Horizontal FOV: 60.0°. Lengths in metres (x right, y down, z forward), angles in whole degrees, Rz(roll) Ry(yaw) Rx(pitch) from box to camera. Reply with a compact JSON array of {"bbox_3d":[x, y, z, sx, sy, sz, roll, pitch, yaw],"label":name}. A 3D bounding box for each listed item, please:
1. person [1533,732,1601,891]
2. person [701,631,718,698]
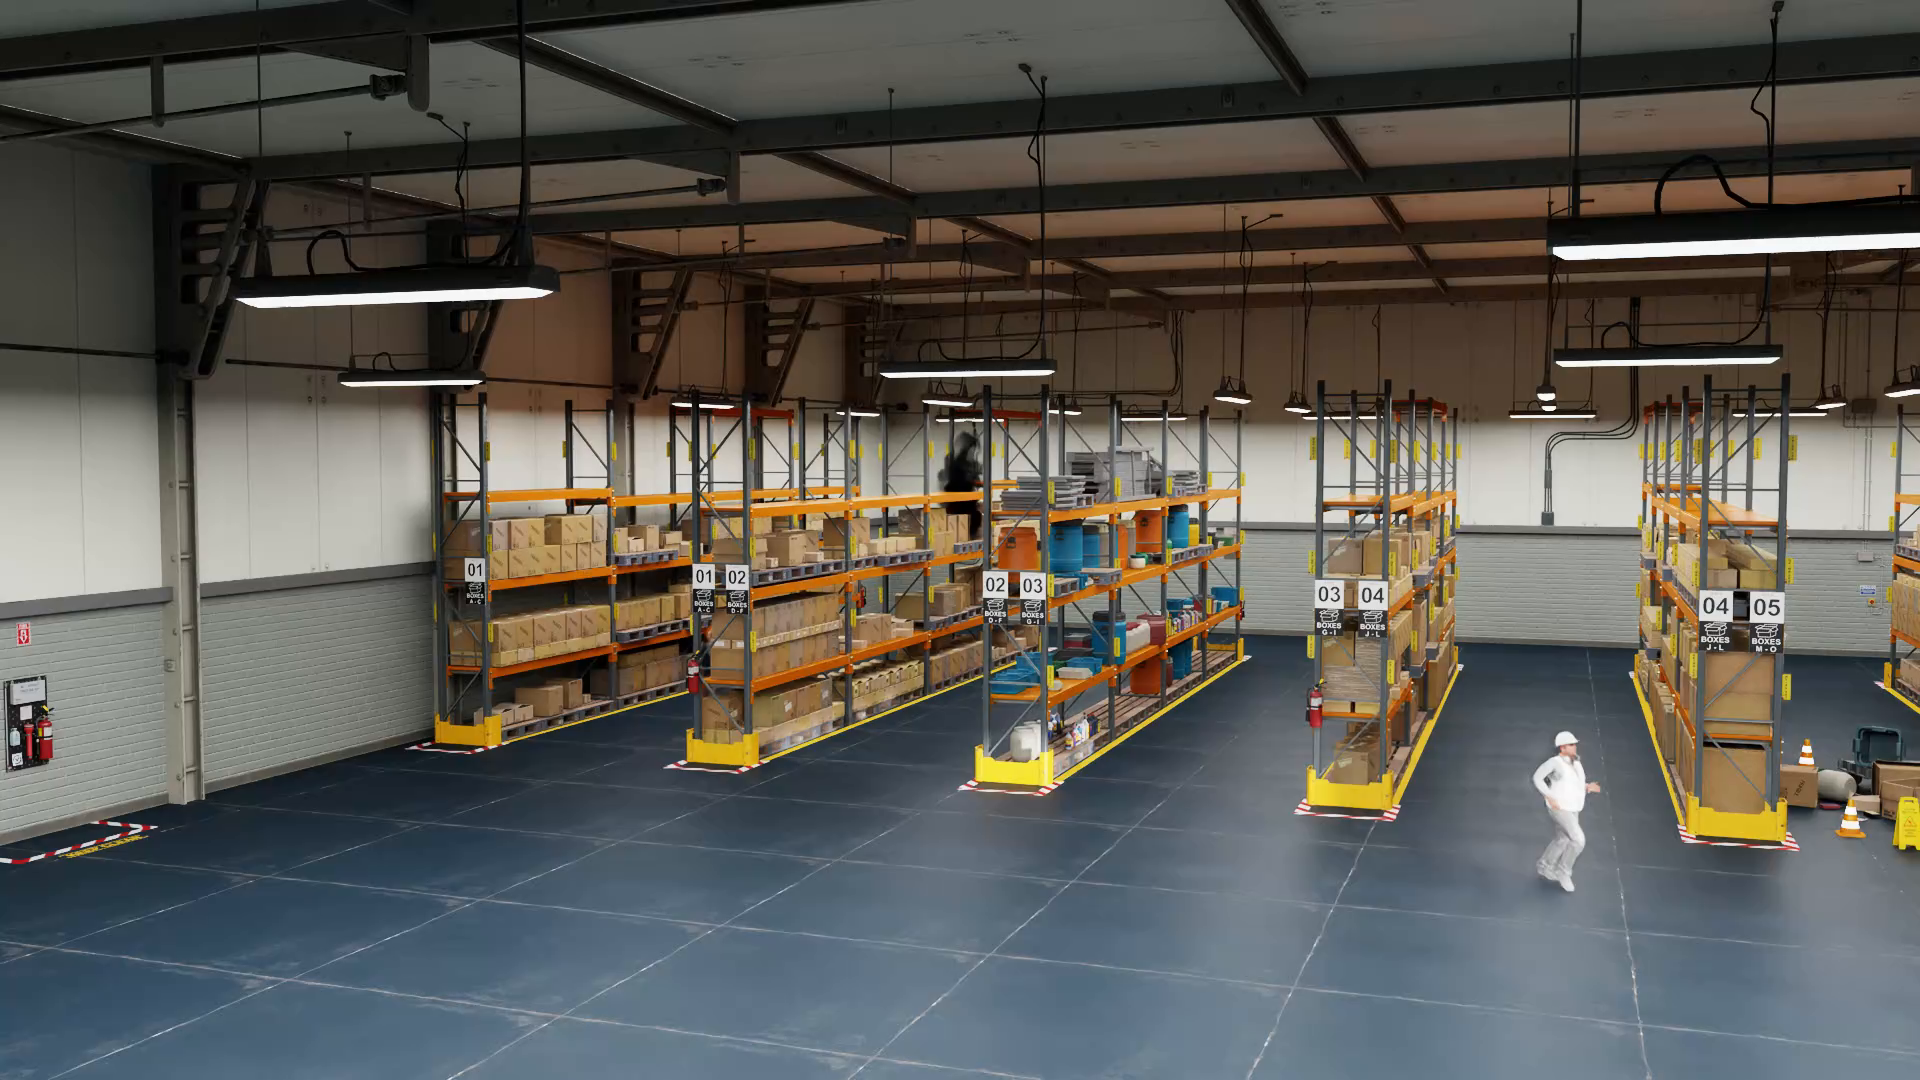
[{"bbox_3d":[6.966,3.110,19.108,0.635,1.813,0.751,-3,4,-41],"label":"person"},{"bbox_3d":[-4.621,2.537,30.882,0.639,1.705,1.034,1,3,12],"label":"person"}]
